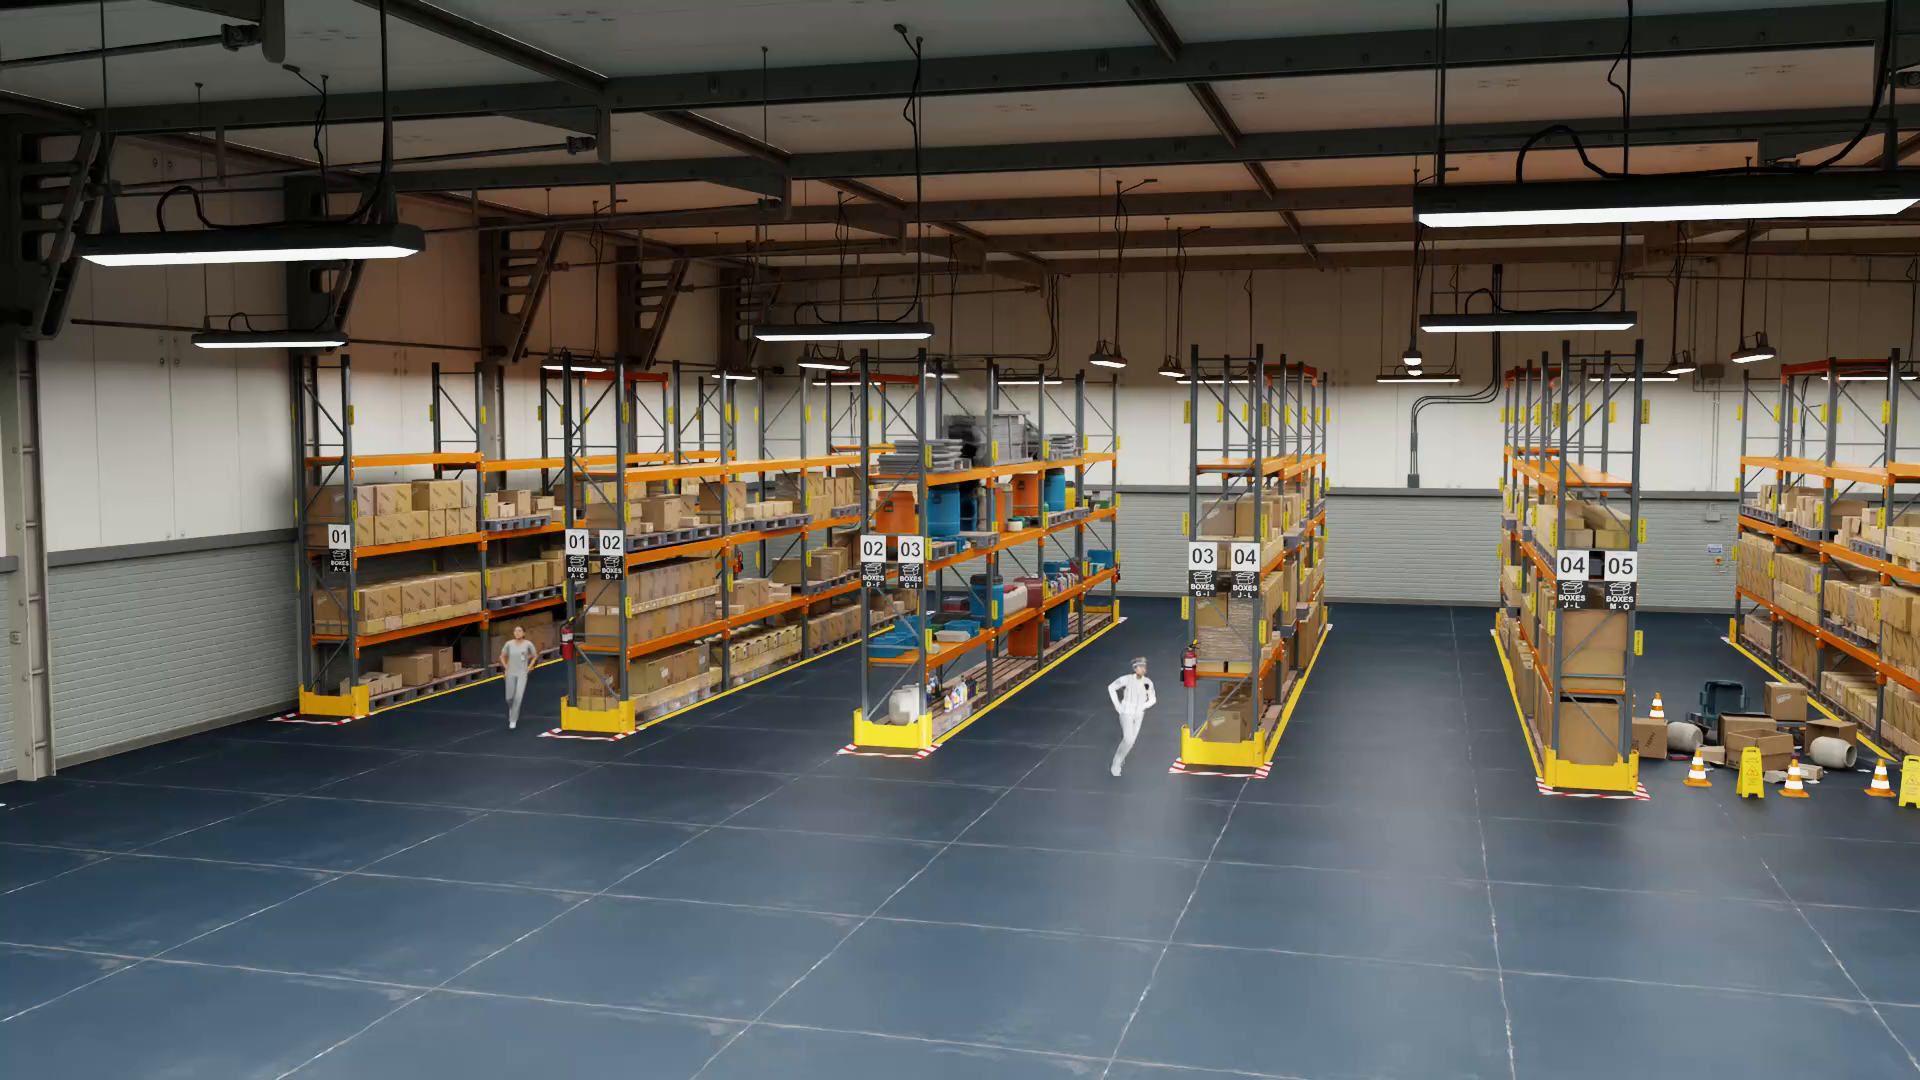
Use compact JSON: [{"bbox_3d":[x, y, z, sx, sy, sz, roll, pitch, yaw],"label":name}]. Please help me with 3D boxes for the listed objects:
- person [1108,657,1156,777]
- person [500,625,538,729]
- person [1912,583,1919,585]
[{"bbox_3d":[2.401,2.443,23.123,0.629,1.661,0.618,-2,5,-19],"label":"person"},{"bbox_3d":[-7.133,2.178,26.907,0.588,1.647,0.722,-1,4,-8],"label":"person"},{"bbox_3d":[18.806,1.667,32.849,0.651,1.747,0.692,0,4,3],"label":"person"}]
